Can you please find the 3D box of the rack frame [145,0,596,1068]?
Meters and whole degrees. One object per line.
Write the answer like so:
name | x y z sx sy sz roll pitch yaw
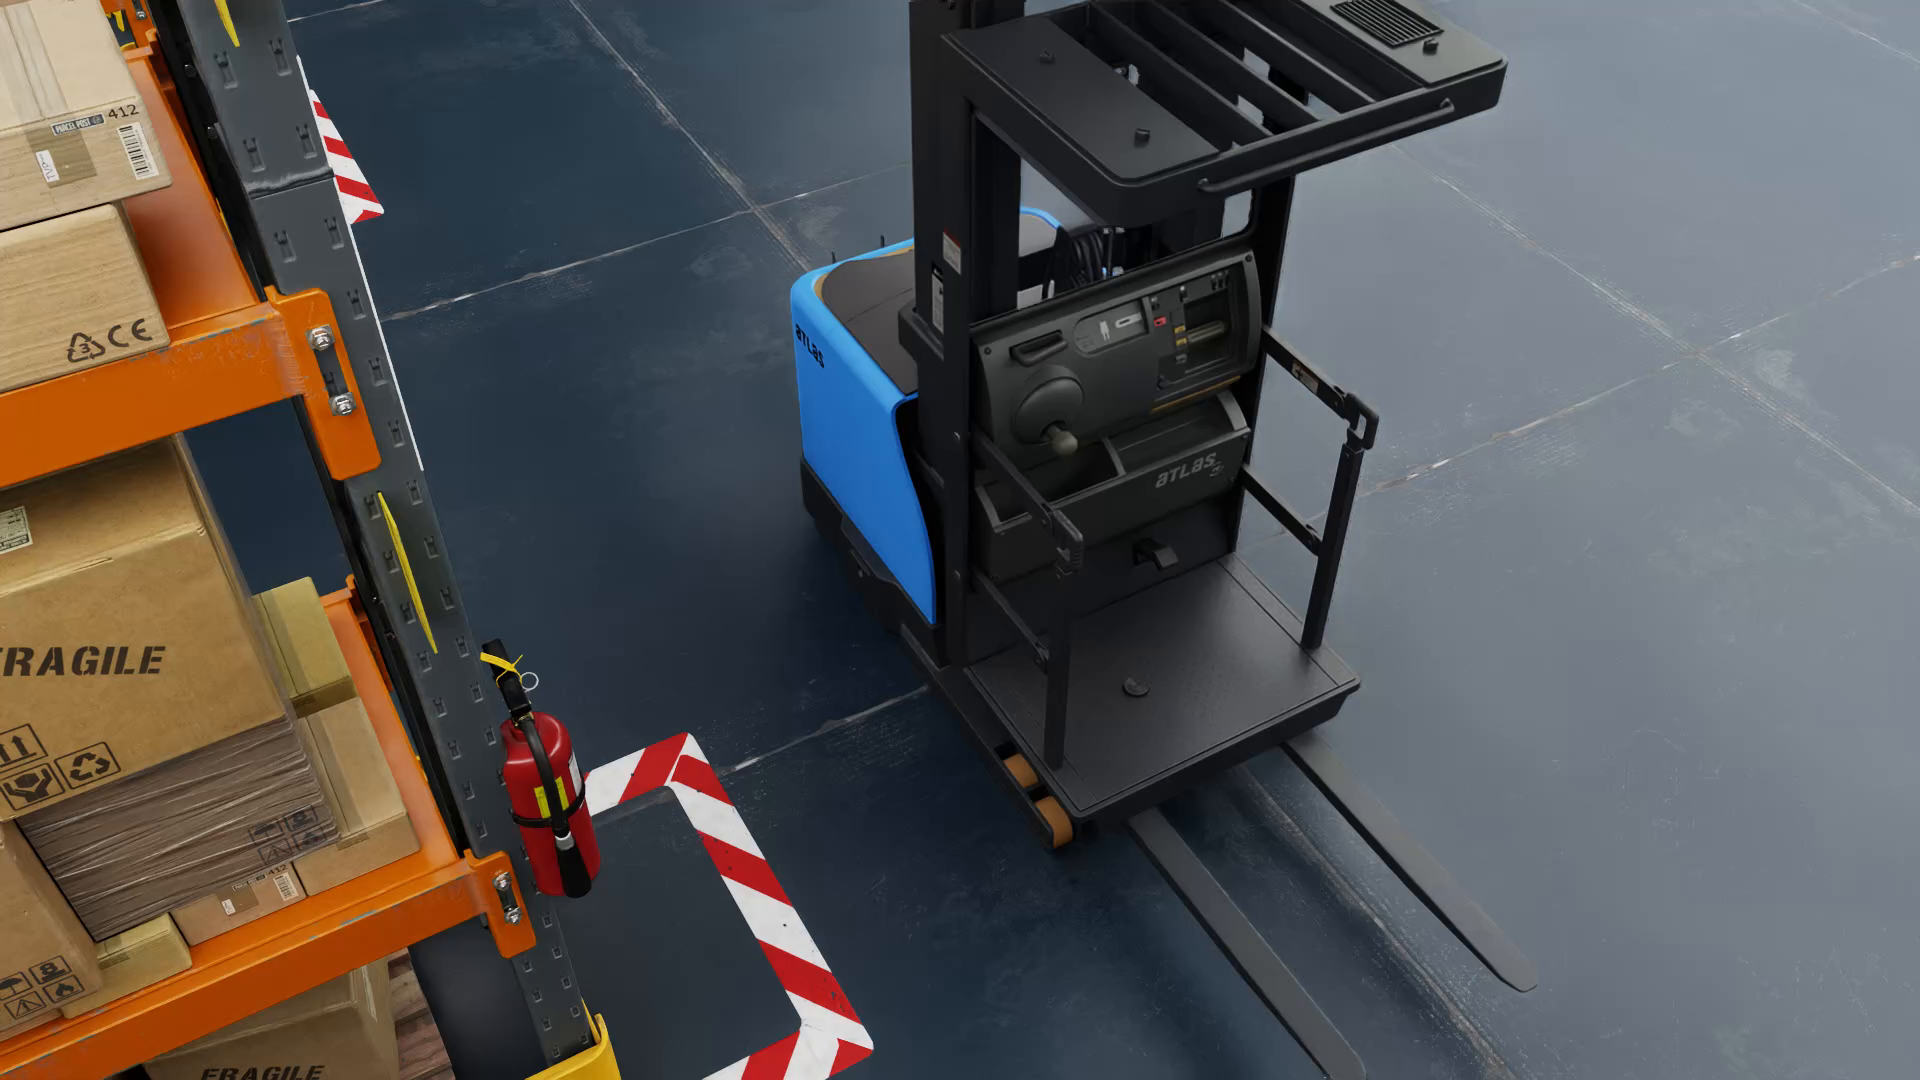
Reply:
rack frame | -1.245 0.250 3.839 0.127 3.000 1.000 -22 48 -21

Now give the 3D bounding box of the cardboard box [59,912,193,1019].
cardboard box | -1.798 0.768 3.486 0.250 0.149 0.380 -22 48 -21

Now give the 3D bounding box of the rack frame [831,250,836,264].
rack frame | -0.404 -0.658 6.282 0.006 0.900 0.240 -23 49 -22

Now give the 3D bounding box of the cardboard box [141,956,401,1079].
cardboard box | -1.795 1.203 4.350 0.500 0.500 0.500 -14 46 -14

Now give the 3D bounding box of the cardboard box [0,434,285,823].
cardboard box | -1.599 0.088 3.002 0.500 0.500 0.500 -22 48 -21

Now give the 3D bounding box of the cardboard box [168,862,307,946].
cardboard box | -1.607 0.650 3.607 0.250 0.149 0.380 -22 48 -21

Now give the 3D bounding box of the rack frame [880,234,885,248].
rack frame | -0.230 -0.732 6.358 0.006 0.900 0.240 -23 49 -22

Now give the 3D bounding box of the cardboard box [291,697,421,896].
cardboard box | -1.390 0.563 3.696 0.250 0.149 0.380 -22 48 -21

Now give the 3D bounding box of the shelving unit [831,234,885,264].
shelving unit | -0.317 -0.695 6.320 0.210 0.900 0.258 -23 49 -22

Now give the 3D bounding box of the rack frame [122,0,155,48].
rack frame | -3.629 -2.781 6.961 0.127 3.000 1.000 -22 48 -21

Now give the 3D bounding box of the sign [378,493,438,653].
sign | -0.986 0.063 2.973 0.005 0.325 0.100 -22 48 -21

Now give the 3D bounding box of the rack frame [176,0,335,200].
rack frame | -1.245 -1.903 1.750 0.127 3.000 1.000 -22 48 -21

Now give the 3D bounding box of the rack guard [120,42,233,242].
rack guard | -3.608 -1.892 7.840 0.348 0.500 1.175 -22 48 -21

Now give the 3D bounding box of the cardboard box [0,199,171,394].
cardboard box | -1.537 -0.452 2.516 0.500 0.250 0.500 -21 48 -20

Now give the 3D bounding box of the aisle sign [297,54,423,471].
aisle sign | -1.042 -0.524 2.769 0.004 0.787 0.394 -22 48 -21

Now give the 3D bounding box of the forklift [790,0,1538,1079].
forklift | 0.577 -0.449 4.608 1.130 2.935 3.031 -22 48 -21

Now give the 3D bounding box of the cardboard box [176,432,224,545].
cardboard box | -1.858 -0.226 3.325 0.500 0.500 0.500 -22 48 -21

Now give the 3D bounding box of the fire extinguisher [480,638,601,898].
fire extinguisher | -0.916 0.516 3.620 0.183 0.674 0.296 -22 48 -21

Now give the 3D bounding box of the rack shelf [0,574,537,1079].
rack shelf | -2.979 1.202 3.374 4.000 0.370 1.077 -22 48 -21

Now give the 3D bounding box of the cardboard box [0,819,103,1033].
cardboard box | -2.110 0.527 3.268 0.500 0.500 0.875 -22 48 -21

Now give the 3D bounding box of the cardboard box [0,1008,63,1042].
cardboard box | -2.022 0.845 3.406 0.250 0.149 0.380 -22 48 -21

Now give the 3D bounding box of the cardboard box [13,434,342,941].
cardboard box | -1.736 0.281 3.521 0.500 0.500 0.875 -22 48 -21

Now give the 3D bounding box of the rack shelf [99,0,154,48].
rack shelf | -5.363 -1.828 6.497 4.000 0.370 1.077 -22 48 -21

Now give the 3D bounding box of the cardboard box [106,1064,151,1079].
cardboard box | -2.296 1.431 4.115 0.500 0.500 0.500 -10 45 -10

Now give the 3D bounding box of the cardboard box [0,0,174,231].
cardboard box | -1.331 -0.631 2.414 0.250 0.149 0.380 -22 48 -21

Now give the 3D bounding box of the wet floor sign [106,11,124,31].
wet floor sign | -4.590 -3.141 9.024 0.232 0.644 0.267 -30 52 -27

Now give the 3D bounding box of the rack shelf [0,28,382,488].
rack shelf | -2.979 0.125 2.330 4.000 0.370 1.077 -22 48 -21

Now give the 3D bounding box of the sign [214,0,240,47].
sign | -0.986 -0.802 2.133 0.005 0.325 0.100 -22 48 -21

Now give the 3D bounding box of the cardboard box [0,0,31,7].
cardboard box | -1.599 -0.960 2.753 0.250 0.149 0.380 -22 48 -21

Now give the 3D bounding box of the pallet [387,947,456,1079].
pallet | -2.033 1.537 4.514 1.213 0.211 1.003 -22 48 -21

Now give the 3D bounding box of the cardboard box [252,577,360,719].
cardboard box | -1.611 0.295 3.973 0.250 0.149 0.380 -22 48 -21

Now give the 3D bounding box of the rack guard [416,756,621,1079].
rack guard | -1.311 1.173 4.682 0.348 0.500 1.175 -22 48 -21
